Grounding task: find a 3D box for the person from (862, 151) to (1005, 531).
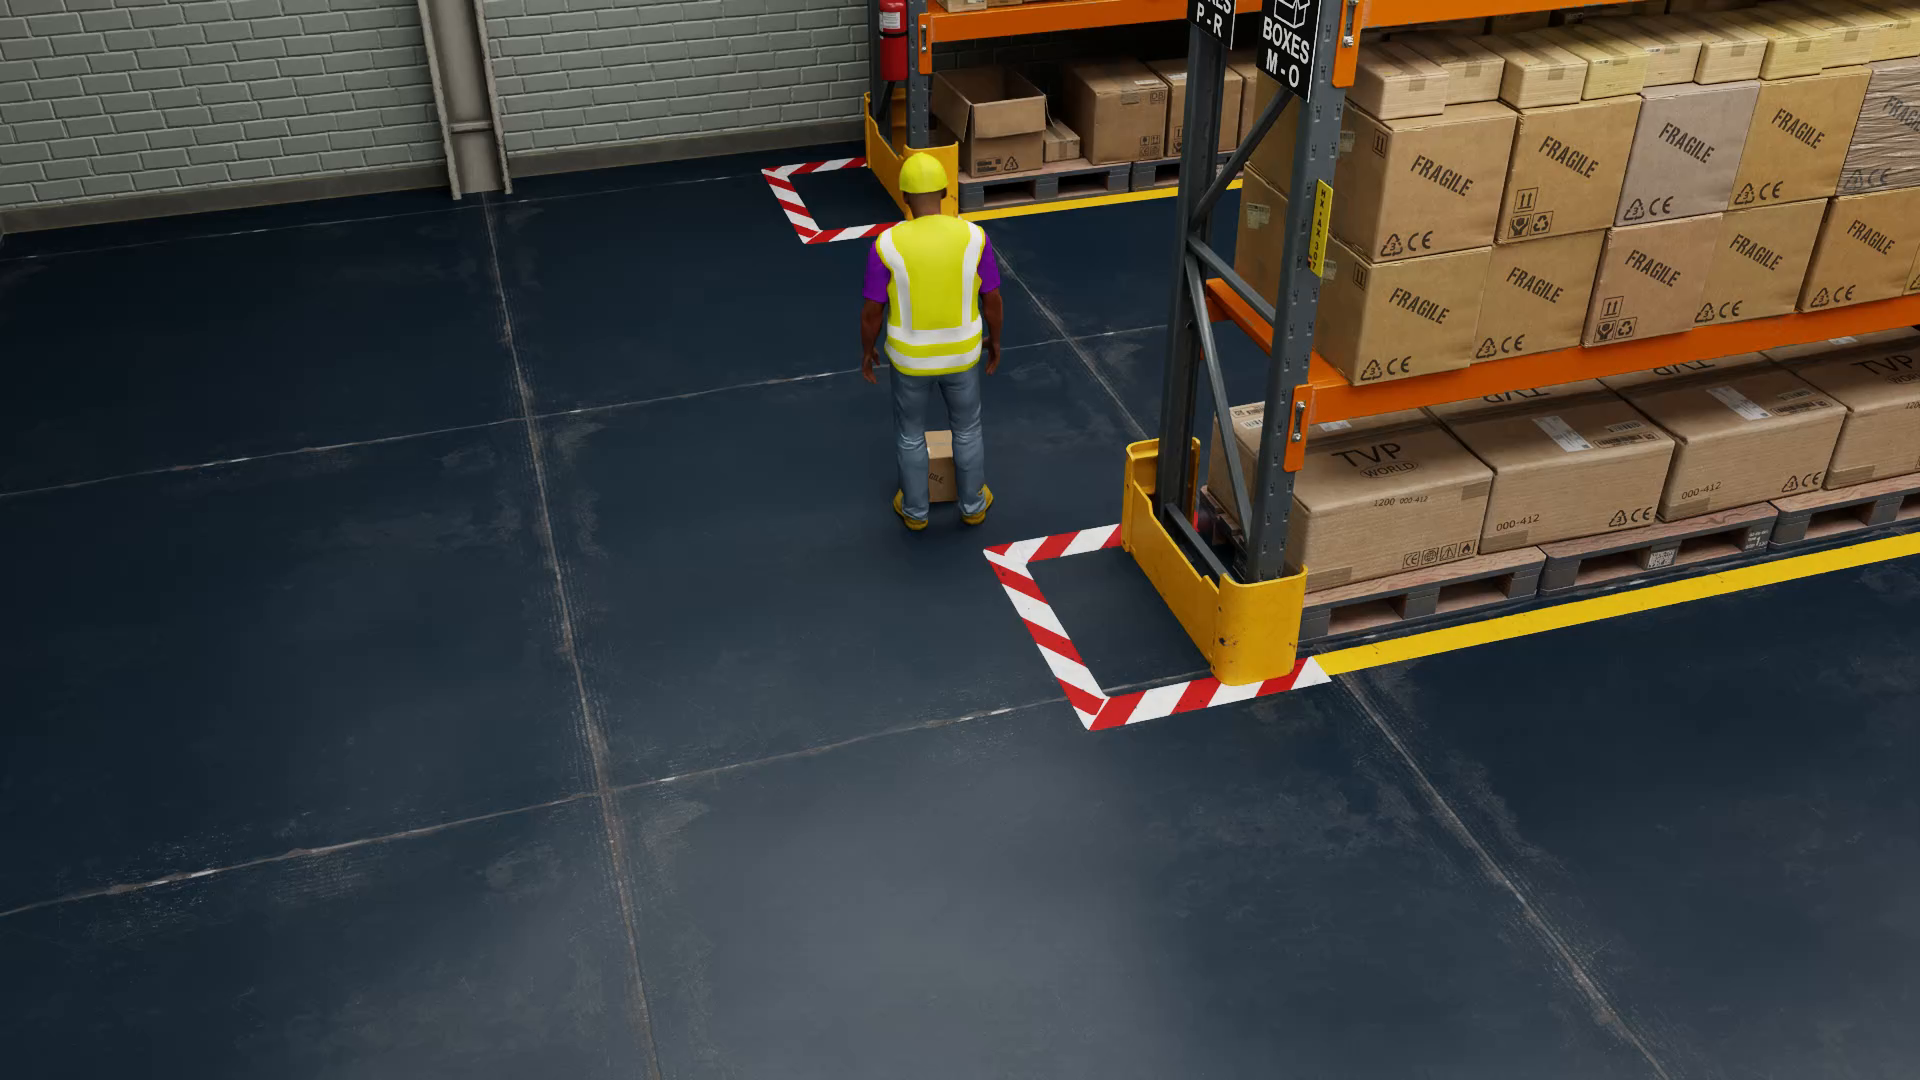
[{"bbox_3d":[-0.117,-0.855,7.409,0.635,1.757,0.462,-4,34,-6],"label":"person"}]
